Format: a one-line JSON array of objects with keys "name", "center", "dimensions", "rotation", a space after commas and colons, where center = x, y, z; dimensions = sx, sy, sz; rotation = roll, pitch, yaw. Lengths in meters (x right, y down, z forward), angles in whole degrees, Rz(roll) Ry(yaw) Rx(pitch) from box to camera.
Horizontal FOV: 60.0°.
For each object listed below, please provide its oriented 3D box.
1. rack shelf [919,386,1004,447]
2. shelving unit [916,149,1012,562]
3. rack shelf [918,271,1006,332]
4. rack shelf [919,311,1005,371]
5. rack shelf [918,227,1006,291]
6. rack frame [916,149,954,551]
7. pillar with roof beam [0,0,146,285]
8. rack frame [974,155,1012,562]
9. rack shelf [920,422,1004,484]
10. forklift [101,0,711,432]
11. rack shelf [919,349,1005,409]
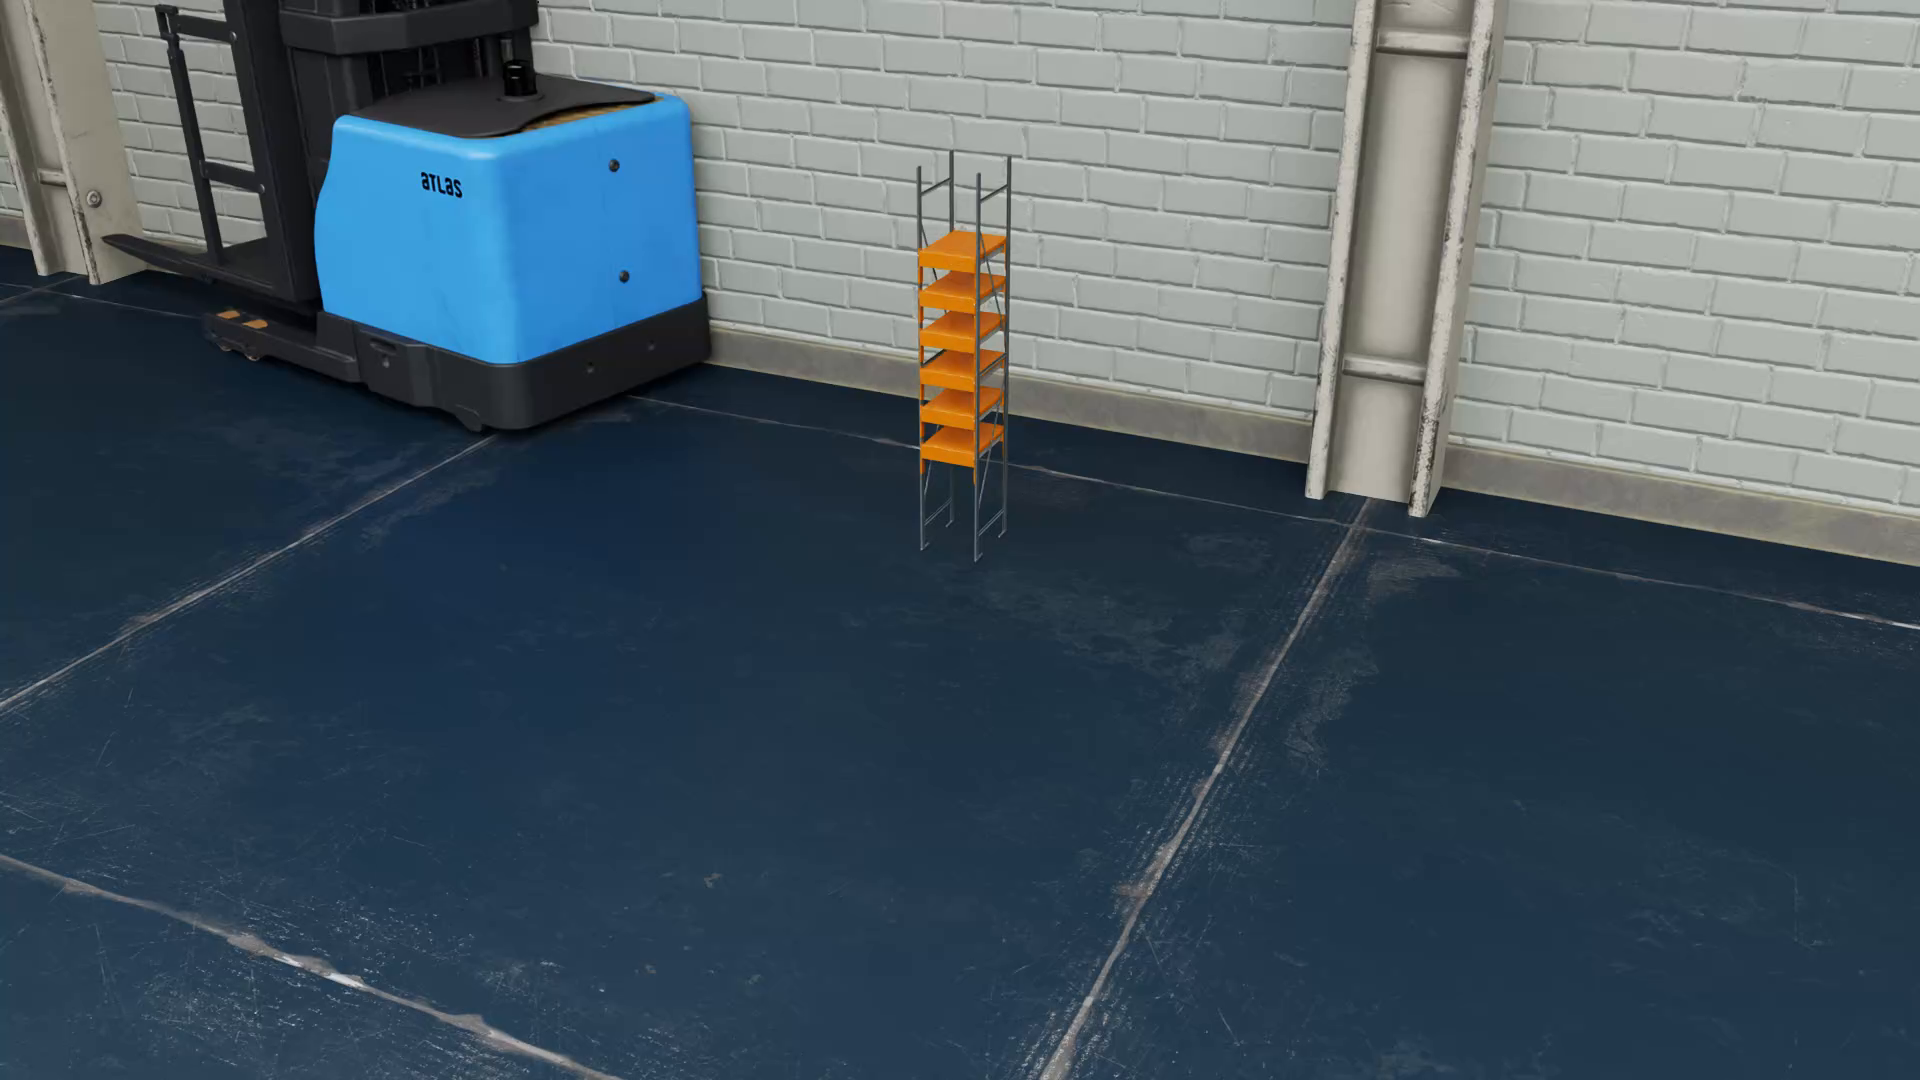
[{"name": "rack shelf", "center": [0.013, -0.388, 5.052], "dimensions": [0.180, 0.103, 0.258], "rotation": [11, 28, 22]}, {"name": "shelving unit", "center": [0.013, -0.536, 4.980], "dimensions": [0.189, 1.200, 0.258], "rotation": [11, 28, 22]}, {"name": "rack shelf", "center": [0.013, -0.711, 4.893], "dimensions": [0.180, 0.103, 0.258], "rotation": [11, 28, 22]}, {"name": "rack shelf", "center": [0.013, -0.603, 4.946], "dimensions": [0.180, 0.103, 0.258], "rotation": [11, 28, 22]}, {"name": "rack shelf", "center": [0.013, -0.819, 4.840], "dimensions": [0.180, 0.103, 0.258], "rotation": [11, 28, 22]}, {"name": "rack frame", "center": [-0.070, -0.552, 5.014], "dimensions": [0.006, 1.200, 0.240], "rotation": [11, 28, 22]}, {"name": "pillar with roof beam", "center": [-5.851, -3.573, 2.320], "dimensions": [0.400, 9.000, 9.100], "rotation": [11, 28, 22]}, {"name": "rack frame", "center": [0.096, -0.519, 4.946], "dimensions": [0.006, 1.200, 0.240], "rotation": [11, 28, 22]}, {"name": "rack shelf", "center": [0.013, -0.280, 5.105], "dimensions": [0.180, 0.103, 0.258], "rotation": [11, 28, 22]}, {"name": "forklift", "center": [-2.472, -2.204, 6.409], "dimensions": [3.031, 2.935, 1.130], "rotation": [18, 31, 32]}, {"name": "rack shelf", "center": [0.013, -0.496, 4.999], "dimensions": [0.180, 0.103, 0.258], "rotation": [11, 28, 22]}]
